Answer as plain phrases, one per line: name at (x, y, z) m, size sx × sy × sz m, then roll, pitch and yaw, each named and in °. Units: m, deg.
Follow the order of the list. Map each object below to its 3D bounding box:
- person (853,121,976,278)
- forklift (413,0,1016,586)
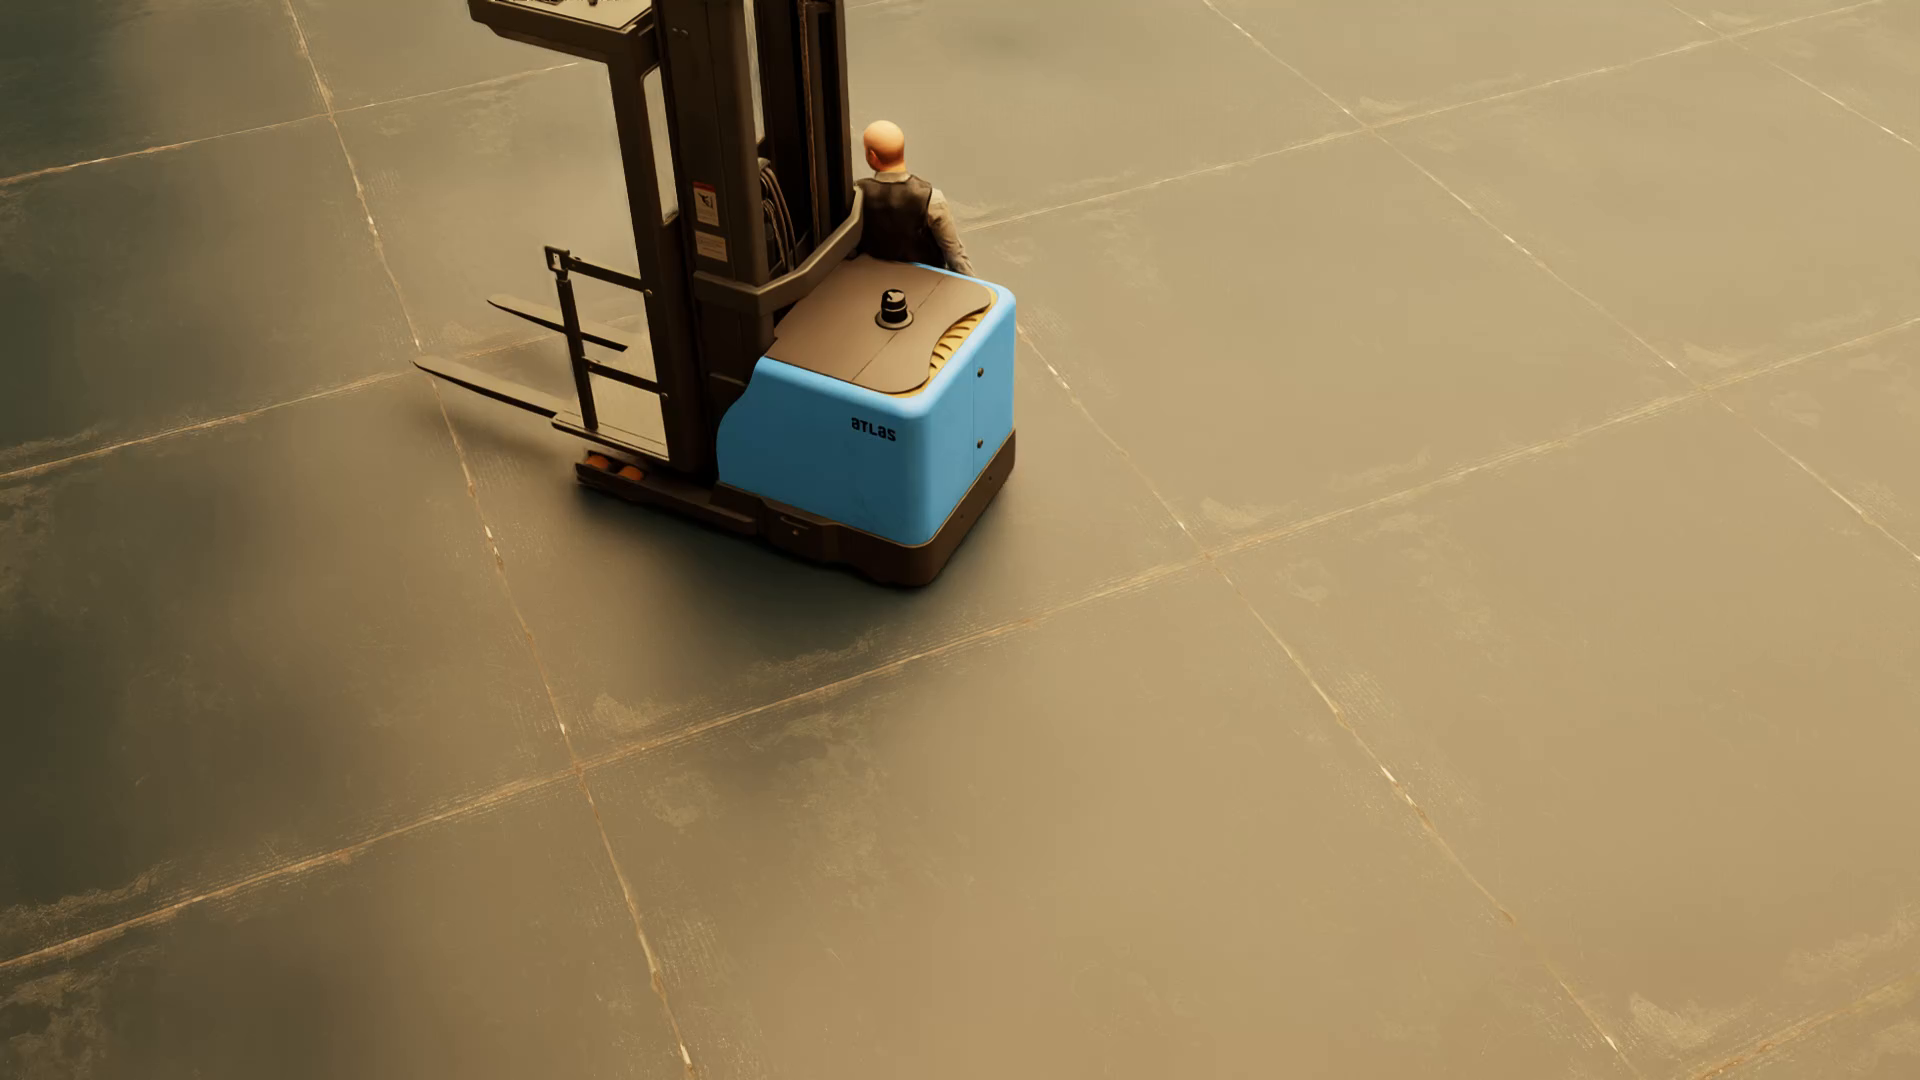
person at (-0.256, -1.278, 8.008) m, size 0.706 × 1.703 × 0.911 m, roll 1°, pitch 43°, yaw 1°
forklift at (-1.287, -1.564, 7.356) m, size 3.031 × 2.935 × 1.130 m, roll 19°, pitch 46°, yaw 19°
